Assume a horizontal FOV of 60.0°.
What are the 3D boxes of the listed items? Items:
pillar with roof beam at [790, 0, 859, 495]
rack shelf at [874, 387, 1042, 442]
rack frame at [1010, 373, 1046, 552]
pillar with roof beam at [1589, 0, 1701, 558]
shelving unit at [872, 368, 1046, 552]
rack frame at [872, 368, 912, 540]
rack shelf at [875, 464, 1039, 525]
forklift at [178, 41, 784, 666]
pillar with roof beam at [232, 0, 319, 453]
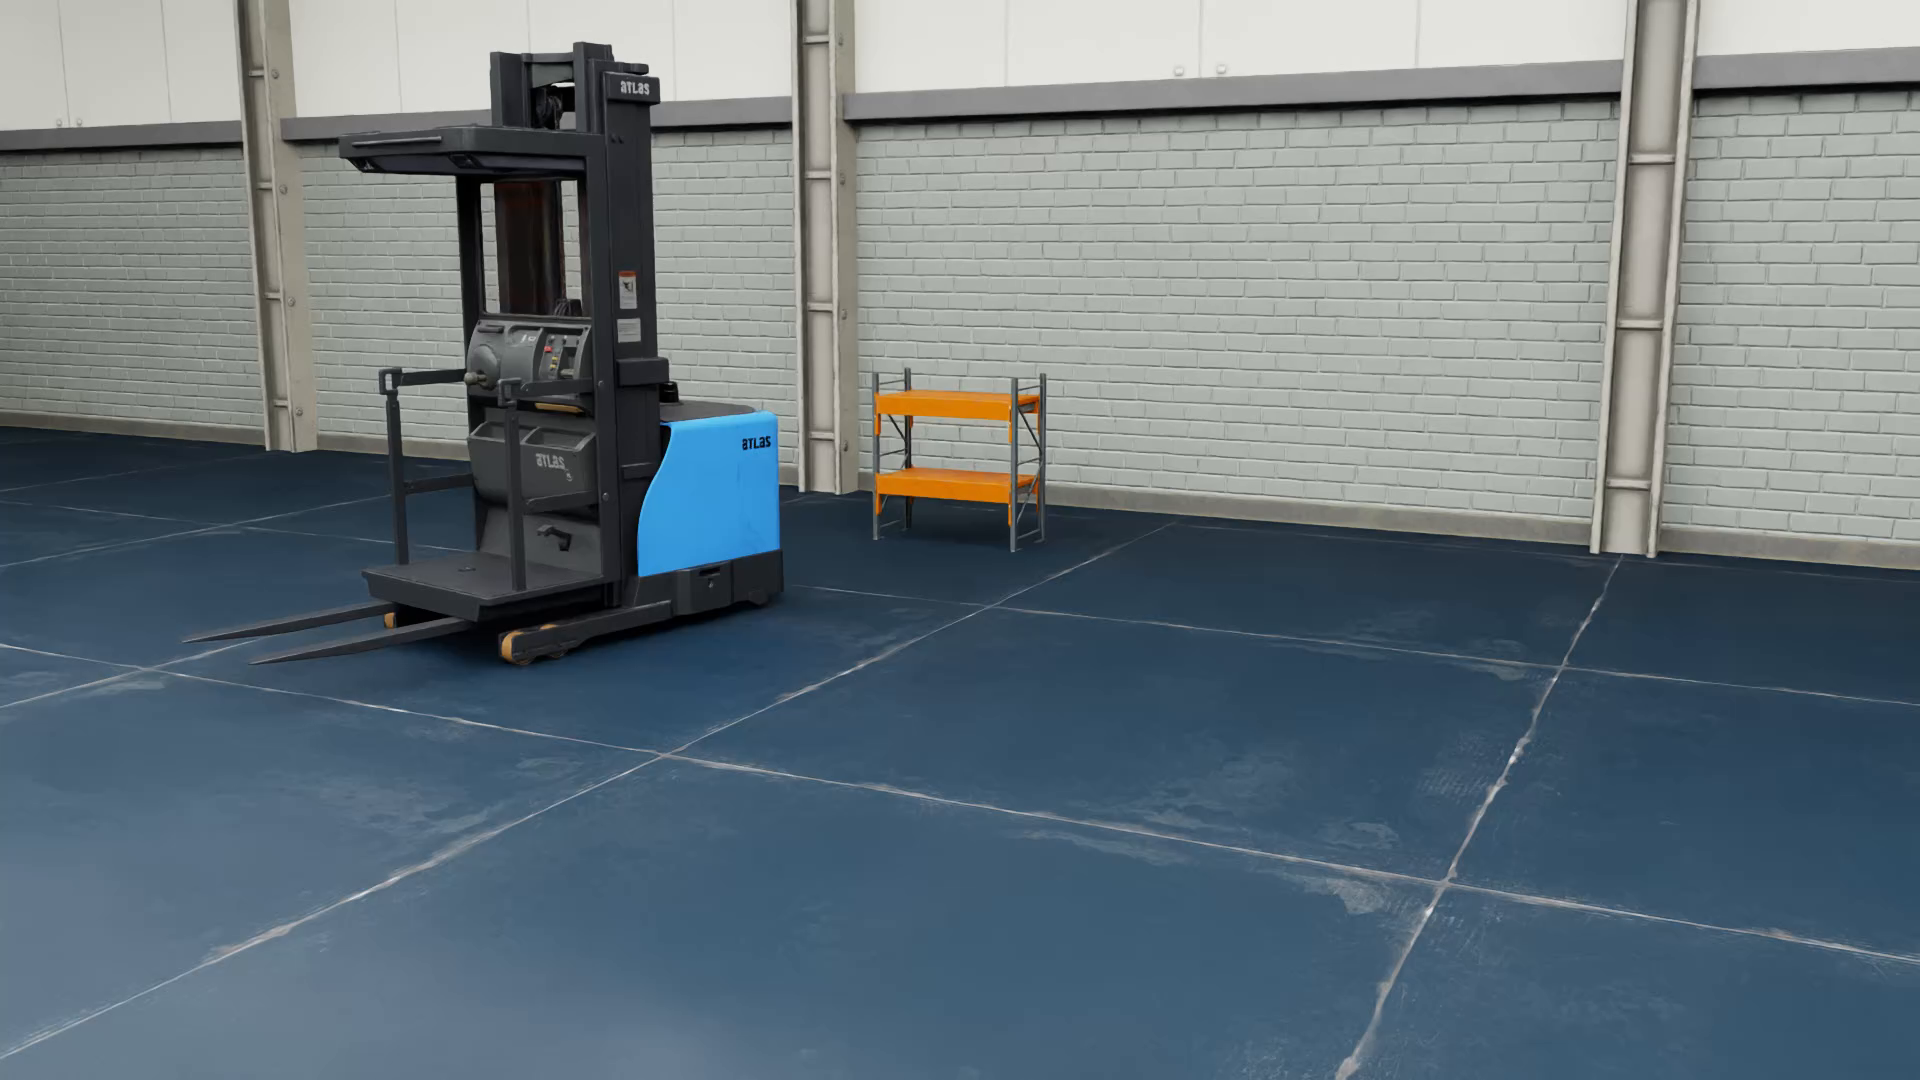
[{"bbox_3d":[-2.961,-4.139,8.833,0.400,9.000,9.100,5,11,26],"label":"pillar with roof beam"},{"bbox_3d":[-0.006,-0.842,11.081,1.000,0.278,0.538,5,11,26],"label":"rack shelf"},{"bbox_3d":[0.450,-0.514,10.912,0.032,1.125,0.500,5,11,26],"label":"rack frame"},{"bbox_3d":[2.419,-3.667,6.221,0.400,9.000,9.100,5,11,26],"label":"pillar with roof beam"},{"bbox_3d":[-0.006,-0.554,11.133,1.048,1.125,0.538,5,11,26],"label":"shelving unit"},{"bbox_3d":[-0.462,-0.594,11.354,0.032,1.125,0.500,5,11,26],"label":"rack frame"},{"bbox_3d":[-0.006,-0.313,11.177,1.000,0.278,0.538,5,11,26],"label":"rack shelf"},{"bbox_3d":[-2.307,-0.943,8.211,1.130,2.935,3.031,8,13,39],"label":"forklift"},{"bbox_3d":[-8.342,-4.612,11.446,0.400,9.000,9.100,5,11,26],"label":"pillar with roof beam"}]
